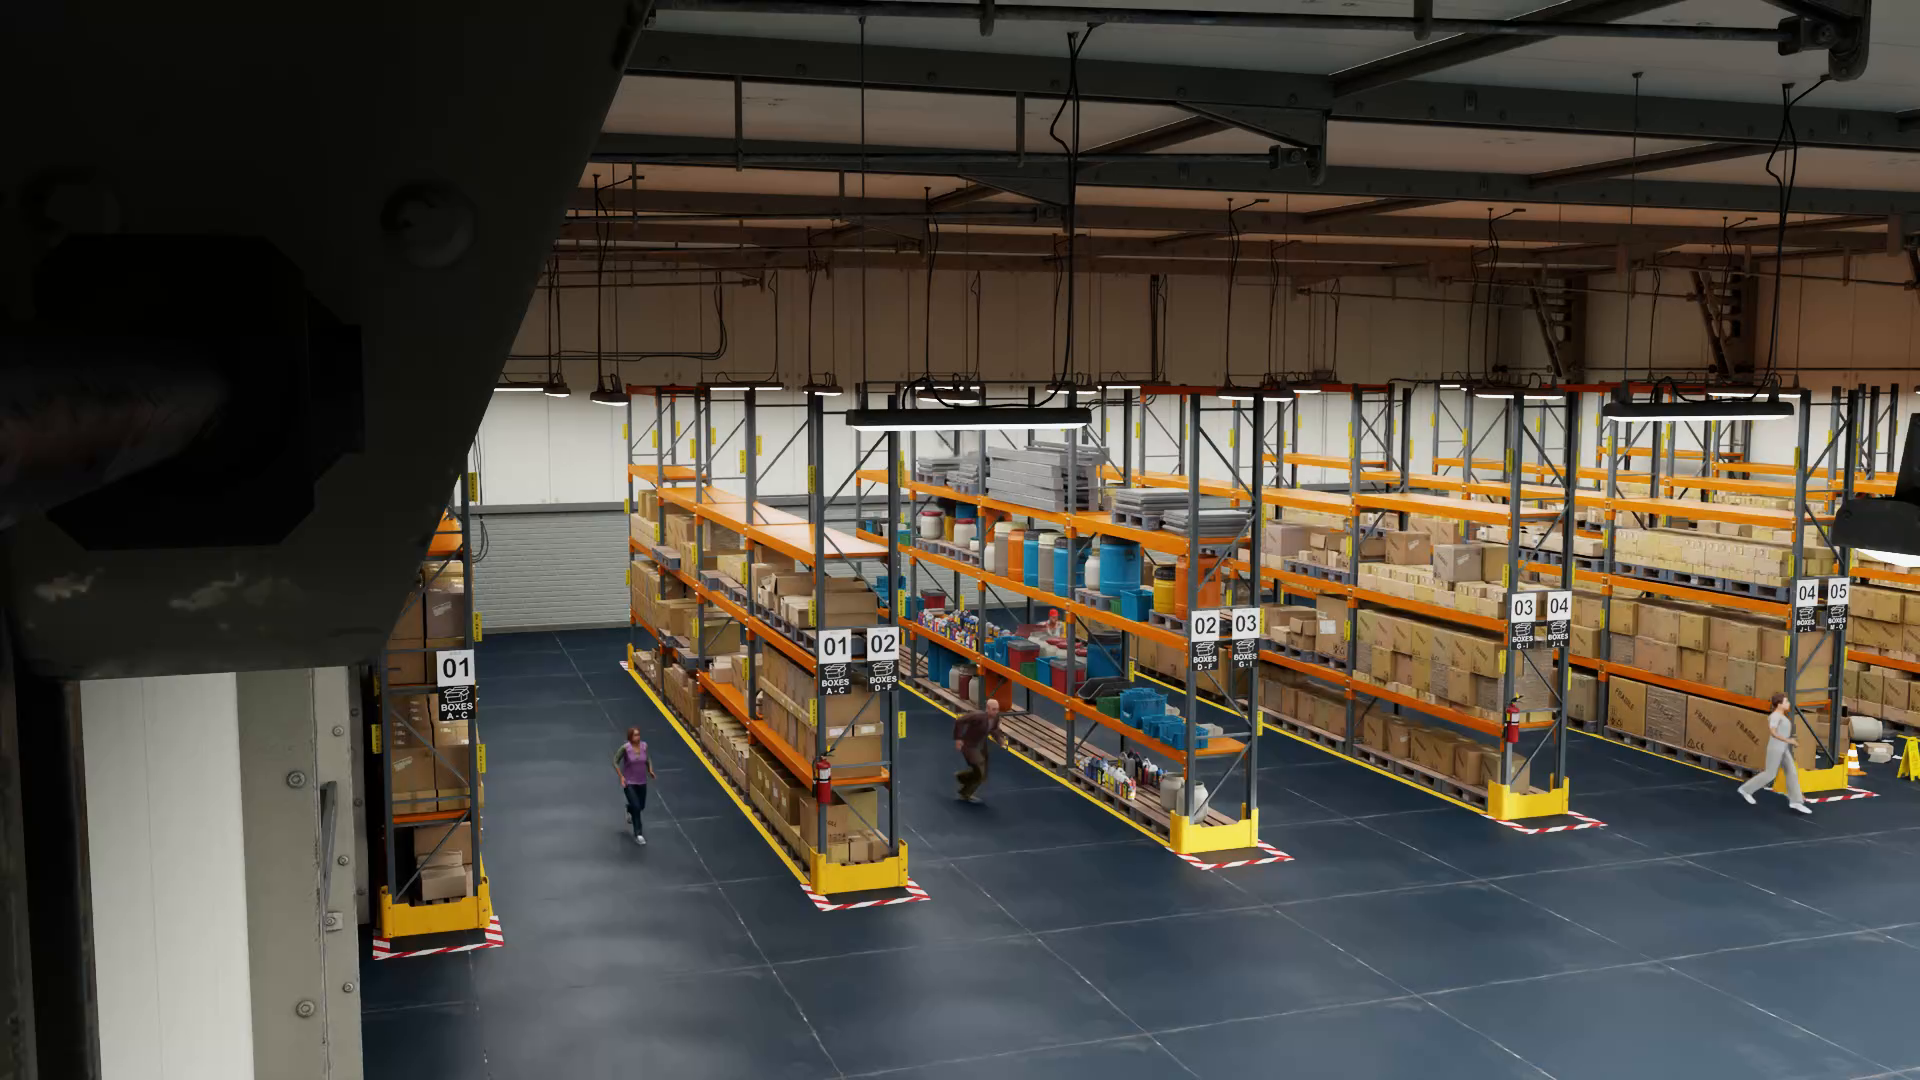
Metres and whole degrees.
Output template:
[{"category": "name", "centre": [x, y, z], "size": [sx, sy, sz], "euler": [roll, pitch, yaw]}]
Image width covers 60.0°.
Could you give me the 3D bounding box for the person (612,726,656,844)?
[{"category": "person", "centre": [-4.417, 3.257, 22.371], "size": [0.526, 1.570, 0.744], "euler": [-4, 7, -33]}]

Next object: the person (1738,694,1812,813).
[{"category": "person", "centre": [11.749, 3.028, 23.872], "size": [0.975, 1.666, 0.607], "euler": [5, 7, 38]}]

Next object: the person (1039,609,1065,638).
[{"category": "person", "centre": [1.693, 2.162, 32.364], "size": [0.659, 1.723, 0.923], "euler": [-3, 7, -26]}]

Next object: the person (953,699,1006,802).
[{"category": "person", "centre": [0.255, 3.062, 24.069], "size": [0.868, 1.597, 0.736], "euler": [5, 8, 41]}]
